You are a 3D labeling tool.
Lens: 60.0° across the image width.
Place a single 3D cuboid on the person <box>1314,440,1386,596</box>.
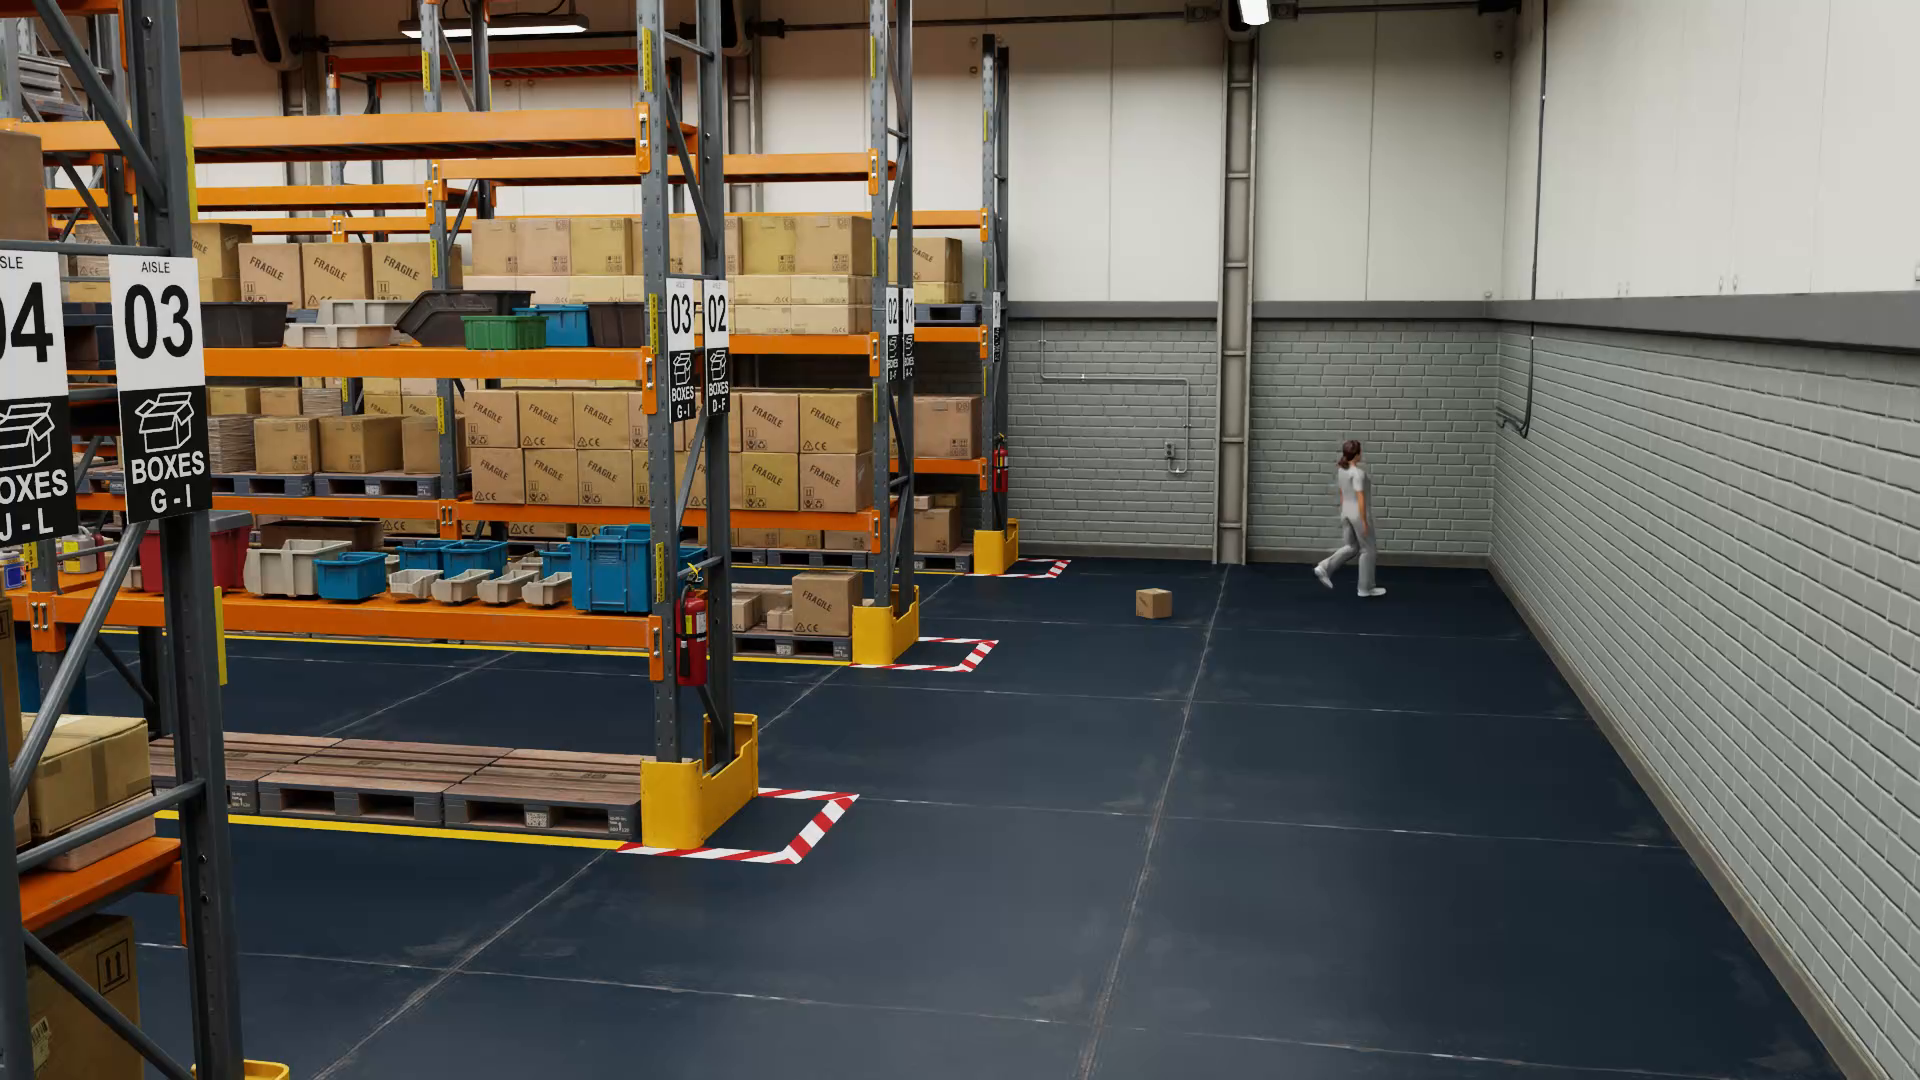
[{"bbox_3d":[4.102,-0.226,17.376,0.764,1.641,0.452,-3,8,-19],"label":"person"}]
